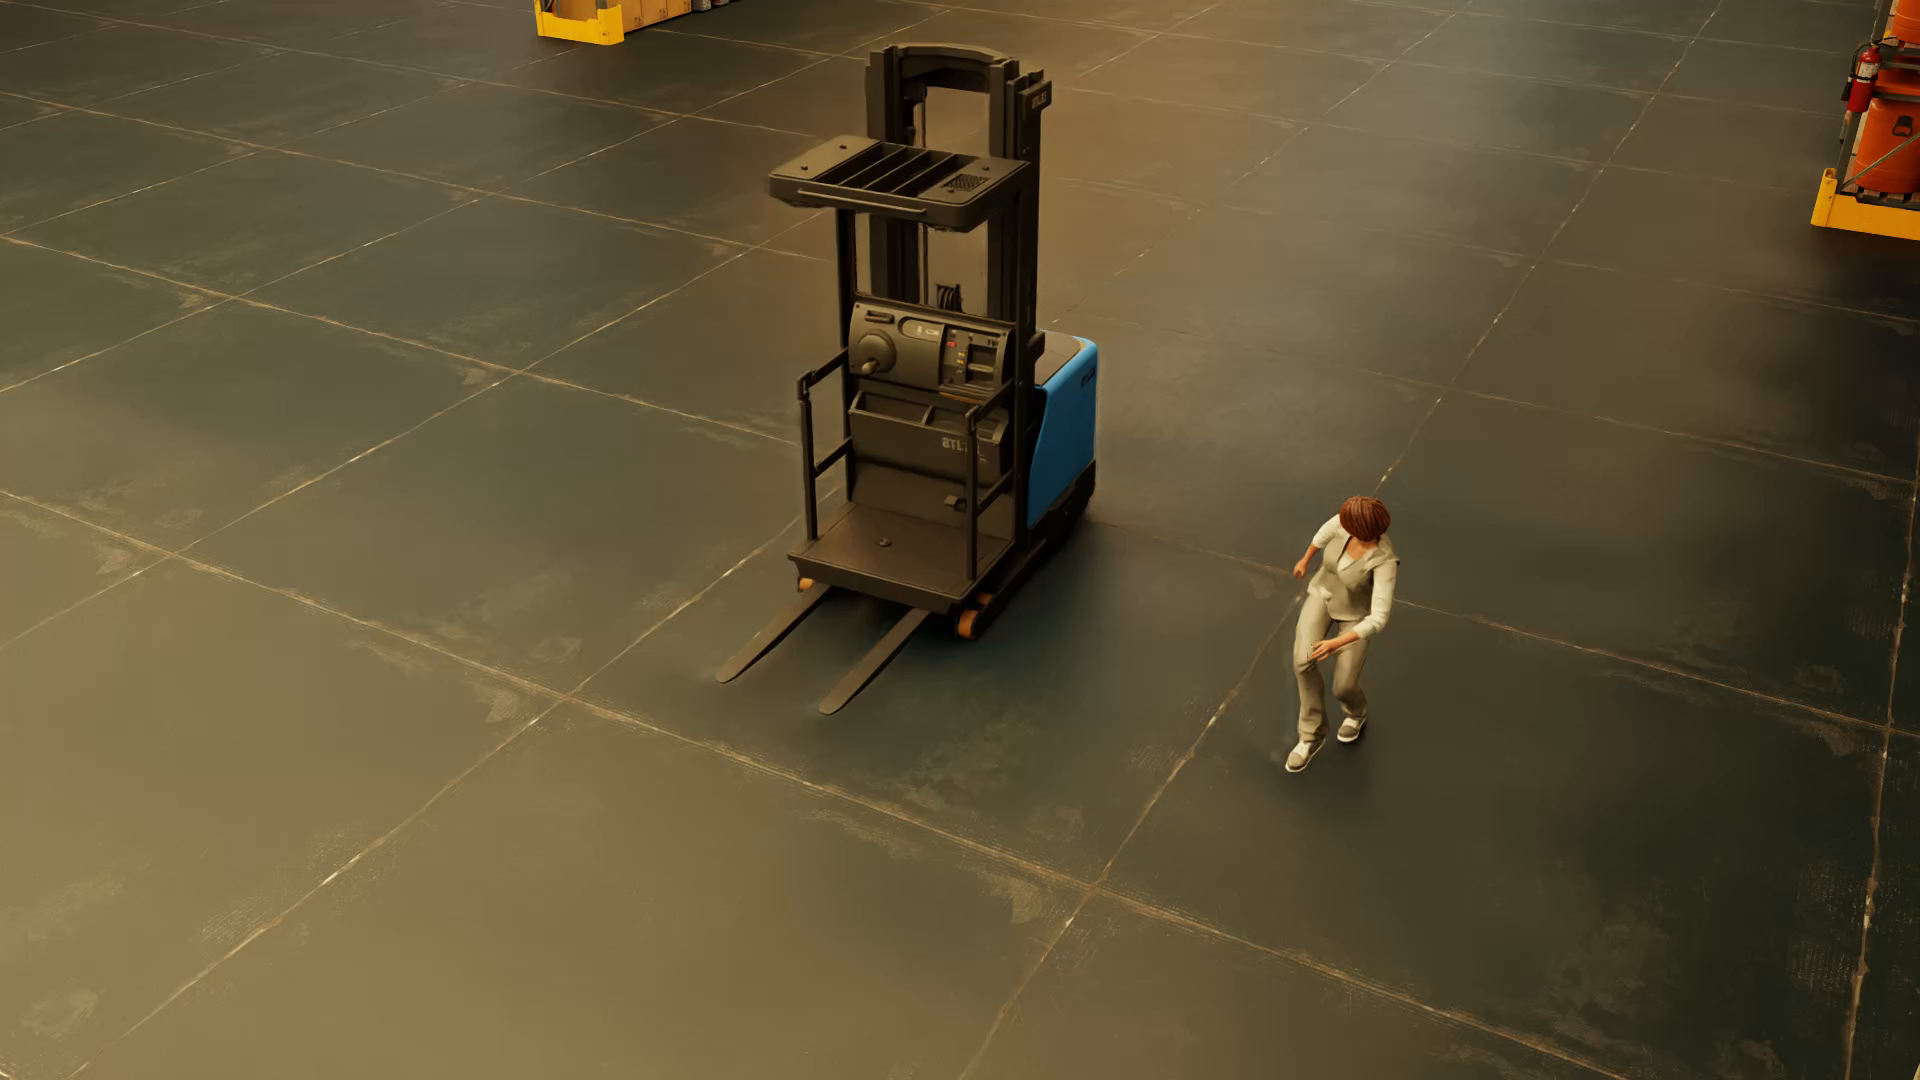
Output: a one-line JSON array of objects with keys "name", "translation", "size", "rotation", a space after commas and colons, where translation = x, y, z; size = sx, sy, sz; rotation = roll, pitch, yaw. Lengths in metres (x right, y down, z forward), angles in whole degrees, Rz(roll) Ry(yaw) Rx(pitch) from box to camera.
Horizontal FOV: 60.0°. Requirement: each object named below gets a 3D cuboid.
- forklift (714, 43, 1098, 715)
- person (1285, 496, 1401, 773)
[{"name": "forklift", "translation": [-0.266, -0.979, 8.766], "size": [1.130, 2.935, 3.031], "rotation": [14, 33, 22]}, {"name": "person", "translation": [1.747, 0.383, 7.948], "size": [0.636, 1.421, 0.688], "rotation": [21, 36, 31]}]
